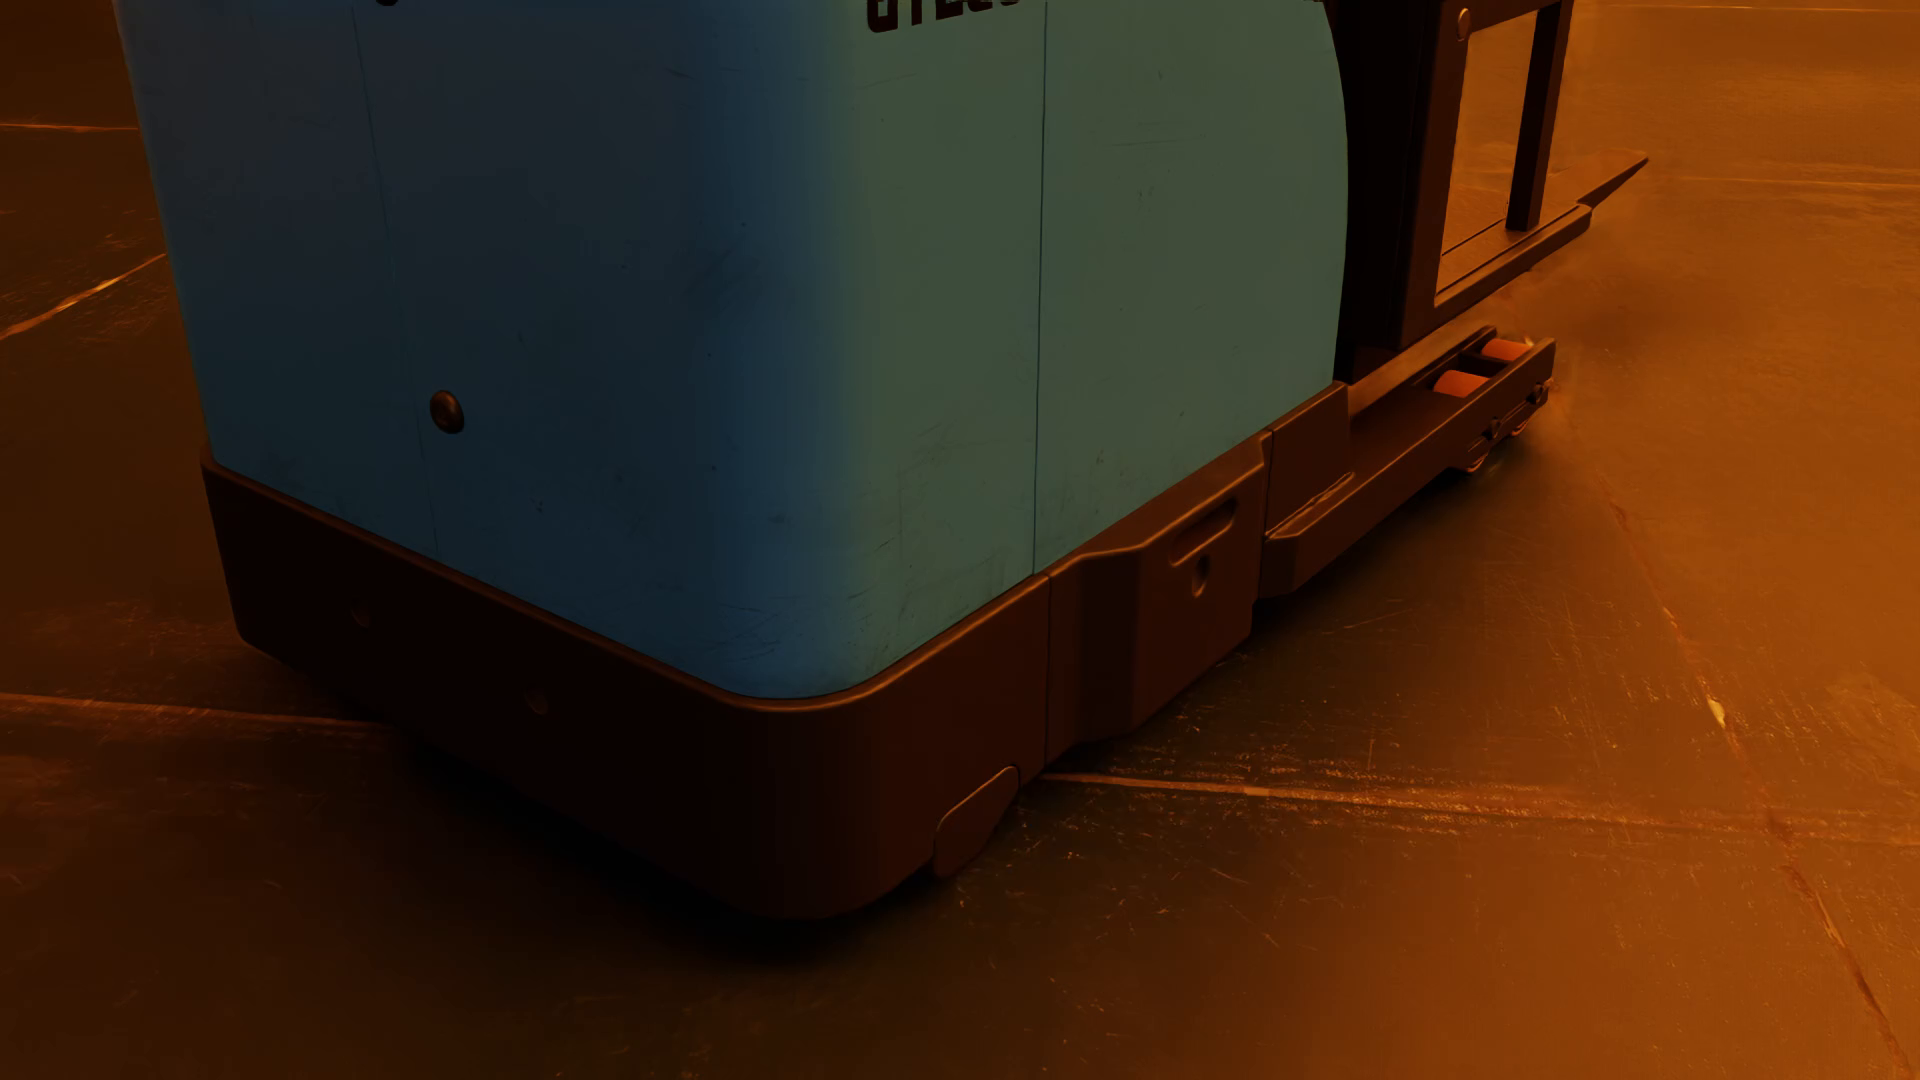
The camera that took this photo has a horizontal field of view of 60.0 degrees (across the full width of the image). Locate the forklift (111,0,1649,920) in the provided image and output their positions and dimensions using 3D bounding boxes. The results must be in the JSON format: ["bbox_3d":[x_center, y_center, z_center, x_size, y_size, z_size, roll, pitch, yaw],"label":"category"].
[{"bbox_3d":[0.365,-1.540,2.303,1.130,2.935,3.031,19,32,33],"label":"forklift"}]
